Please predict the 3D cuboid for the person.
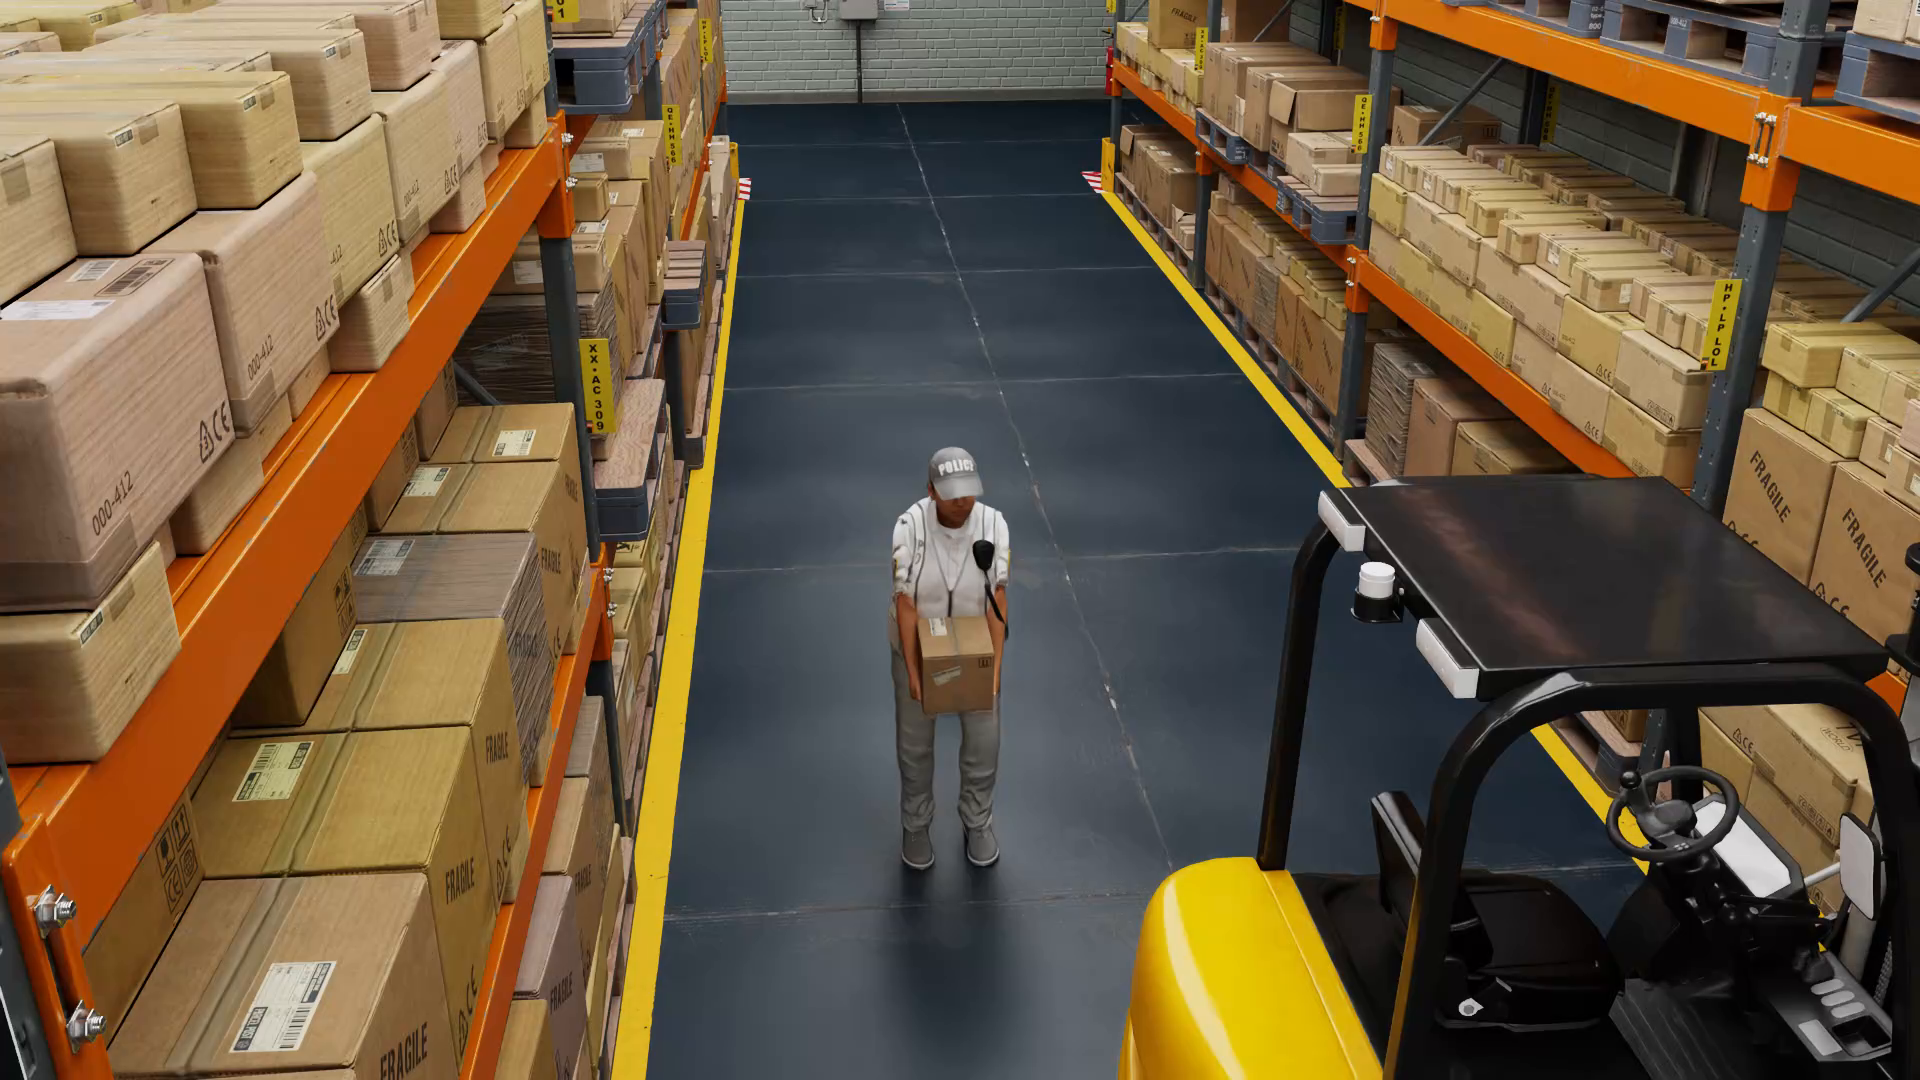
[{"bbox_3d":[-0.033,0.441,6.124,0.452,1.657,0.544,-3,24,-6],"label":"person"}]
